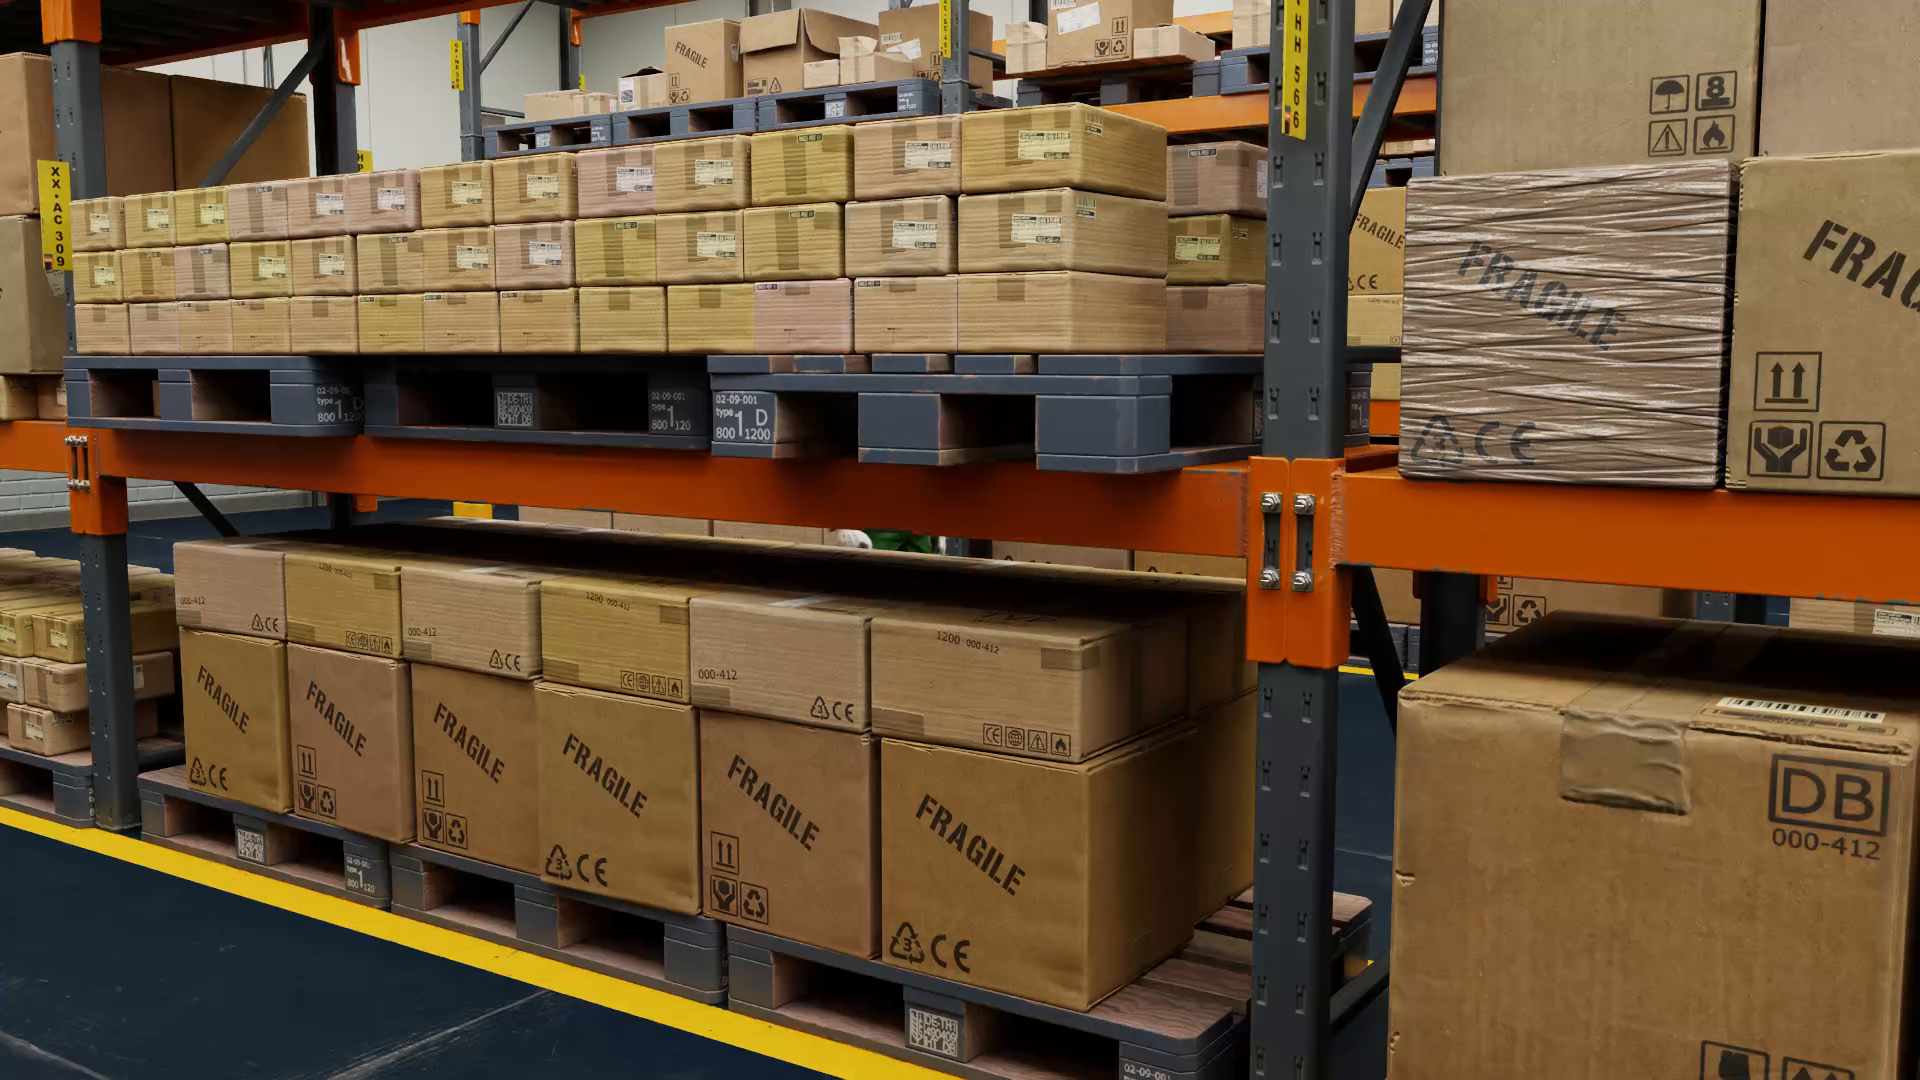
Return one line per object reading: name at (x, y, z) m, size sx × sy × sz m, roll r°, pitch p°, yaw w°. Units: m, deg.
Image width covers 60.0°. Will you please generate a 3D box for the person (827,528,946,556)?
person at (-0.253, -0.033, 5.958) m, size 0.451 × 1.778 × 0.604 m, roll 4°, pitch 7°, yaw 33°
